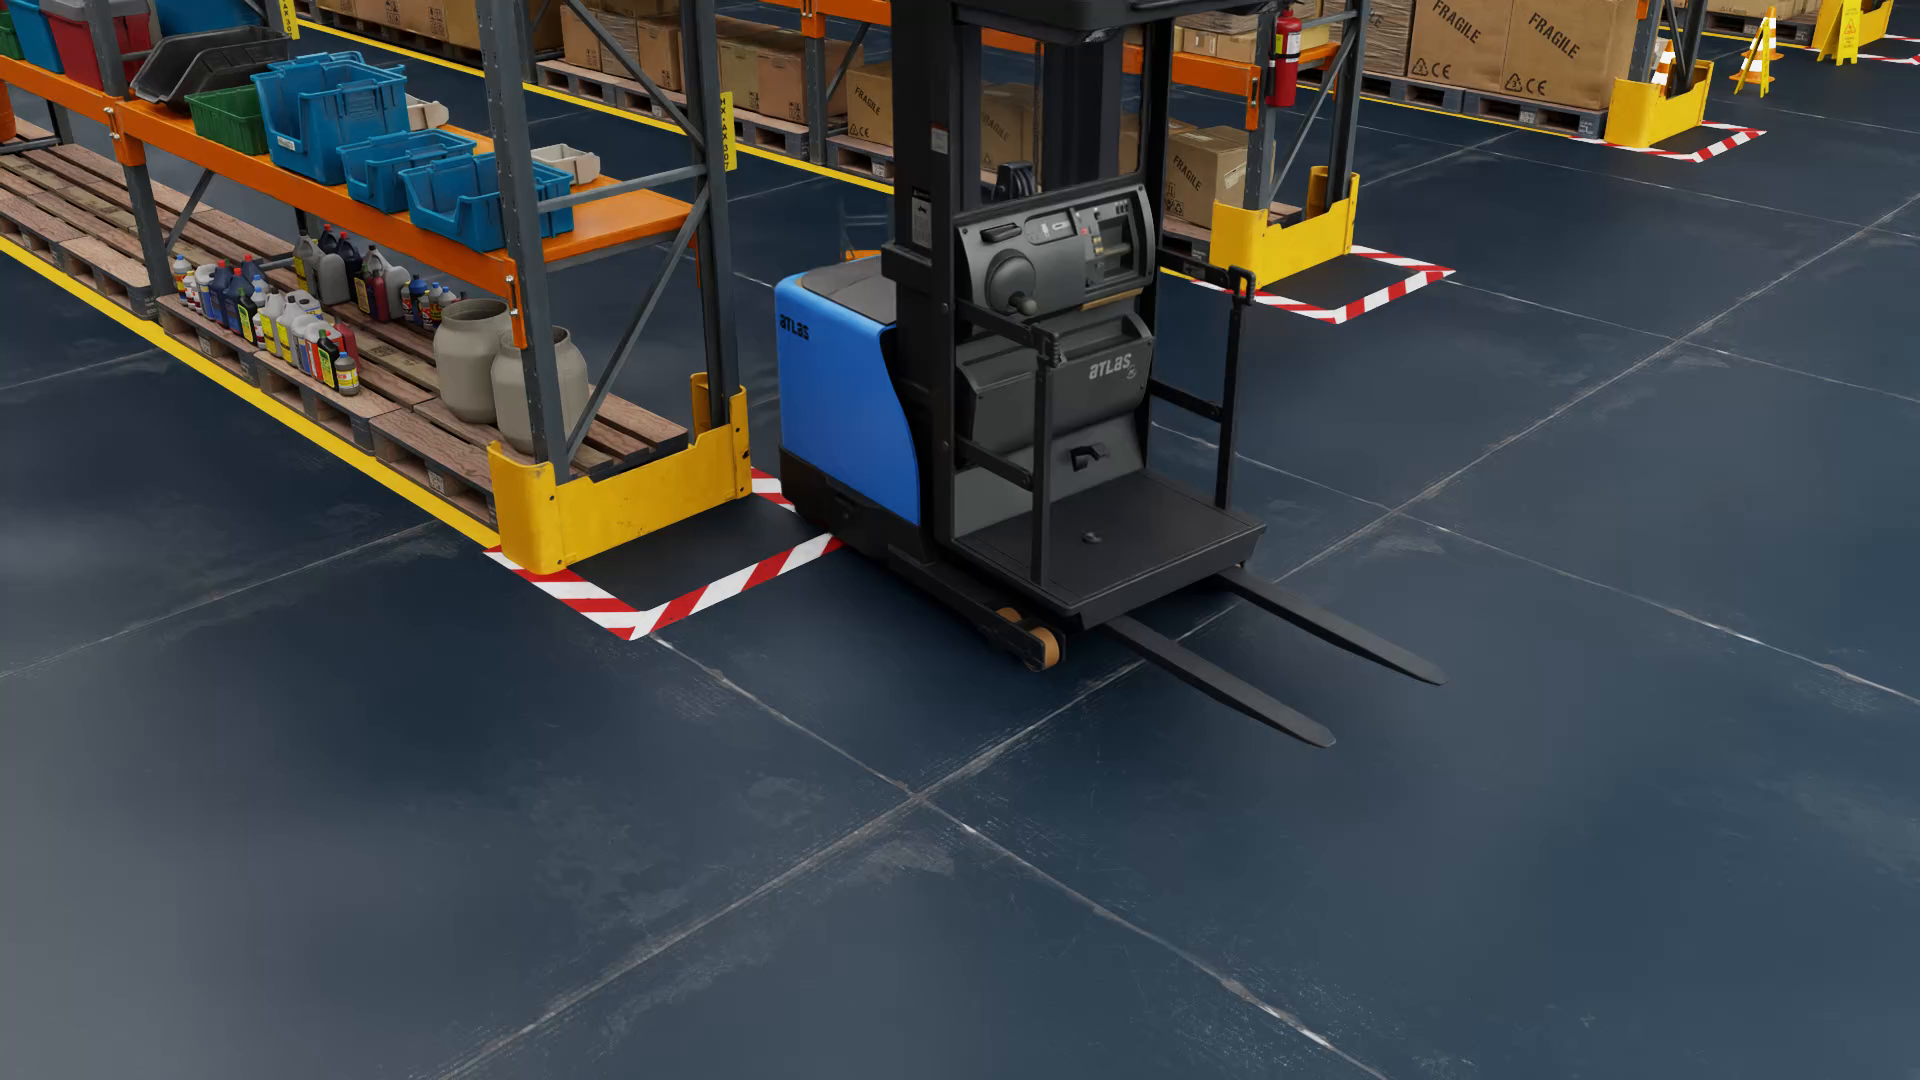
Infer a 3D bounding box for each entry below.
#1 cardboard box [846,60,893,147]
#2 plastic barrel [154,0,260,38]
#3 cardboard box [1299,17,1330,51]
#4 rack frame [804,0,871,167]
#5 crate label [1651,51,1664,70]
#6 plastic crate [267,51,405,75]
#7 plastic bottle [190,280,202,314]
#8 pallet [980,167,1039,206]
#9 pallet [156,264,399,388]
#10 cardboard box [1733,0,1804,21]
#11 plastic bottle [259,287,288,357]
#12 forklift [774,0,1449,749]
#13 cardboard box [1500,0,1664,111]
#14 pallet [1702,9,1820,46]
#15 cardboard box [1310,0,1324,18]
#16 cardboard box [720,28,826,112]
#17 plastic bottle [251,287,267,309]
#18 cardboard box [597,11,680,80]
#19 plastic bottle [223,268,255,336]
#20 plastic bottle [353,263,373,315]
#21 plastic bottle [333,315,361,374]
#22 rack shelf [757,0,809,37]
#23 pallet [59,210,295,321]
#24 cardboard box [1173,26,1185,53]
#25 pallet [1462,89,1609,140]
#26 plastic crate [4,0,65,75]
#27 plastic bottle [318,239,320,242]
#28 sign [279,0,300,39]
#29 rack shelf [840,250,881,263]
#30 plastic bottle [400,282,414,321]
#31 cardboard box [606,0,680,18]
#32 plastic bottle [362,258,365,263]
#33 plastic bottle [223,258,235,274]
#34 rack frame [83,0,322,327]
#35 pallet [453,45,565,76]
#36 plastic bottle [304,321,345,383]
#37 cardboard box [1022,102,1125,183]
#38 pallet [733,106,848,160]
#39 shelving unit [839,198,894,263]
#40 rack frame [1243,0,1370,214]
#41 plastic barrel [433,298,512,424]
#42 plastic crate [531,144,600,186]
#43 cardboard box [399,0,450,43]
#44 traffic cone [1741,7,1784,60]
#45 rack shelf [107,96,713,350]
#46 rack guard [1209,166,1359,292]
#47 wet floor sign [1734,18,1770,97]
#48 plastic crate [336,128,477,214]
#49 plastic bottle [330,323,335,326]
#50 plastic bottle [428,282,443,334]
[{"bbox_3d":[-0.500,-3.293,12.524,0.500,0.500,0.500,23,36,37],"label":"cardboard box"},{"bbox_3d":[-4.292,-3.162,9.501,0.708,0.901,0.600,25,36,38],"label":"plastic barrel"},{"bbox_3d":[2.060,-3.113,10.217,0.250,0.149,0.380,25,36,38],"label":"cardboard box"},{"bbox_3d":[-0.757,-4.357,12.313,0.127,3.000,1.000,25,36,38],"label":"rack frame"},{"bbox_3d":[6.693,-4.542,15.742,0.298,0.136,0.250,7,29,13],"label":"crate label"},{"bbox_3d":[-3.250,-2.377,8.706,0.616,0.251,0.499,25,36,38],"label":"plastic crate"},{"bbox_3d":[-4.164,-1.354,9.135,0.097,0.201,0.097,0,28,0],"label":"plastic bottle"},{"bbox_3d":[0.621,-2.517,11.811,1.213,0.211,1.003,25,36,38],"label":"pallet"},{"bbox_3d":[-3.780,-1.246,9.393,1.213,0.211,1.003,25,36,38],"label":"pallet"},{"bbox_3d":[8.261,-5.492,16.975,0.500,0.250,0.500,24,36,38],"label":"cardboard box"},{"bbox_3d":[-3.507,-1.134,8.558,0.185,0.351,0.144,24,36,38],"label":"plastic bottle"},{"bbox_3d":[0.511,-1.062,6.120,1.130,2.935,3.031,-21,34,-34],"label":"forklift"},{"bbox_3d":[5.115,-4.110,13.675,0.875,0.875,0.875,25,37,39],"label":"cardboard box"},{"bbox_3d":[8.435,-5.408,17.308,1.213,0.211,1.003,25,36,38],"label":"pallet"},{"bbox_3d":[3.192,-4.987,15.343,0.875,0.875,0.875,-25,36,-38],"label":"cardboard box"},{"bbox_3d":[-1.506,-3.815,13.495,0.500,0.500,0.700,24,36,38],"label":"cardboard box"},{"bbox_3d":[-3.679,-1.202,8.772,0.097,0.271,0.097,0,28,0],"label":"plastic bottle"},{"bbox_3d":[-2.713,-4.362,14.535,0.500,0.500,0.700,21,34,34],"label":"cardboard box"},{"bbox_3d":[-3.810,-1.273,8.821,0.185,0.351,0.144,23,35,36],"label":"plastic bottle"},{"bbox_3d":[-3.254,-1.381,9.099,0.133,0.283,0.061,25,36,38],"label":"plastic bottle"},{"bbox_3d":[-3.080,-0.981,8.339,0.133,0.283,0.061,25,36,38],"label":"plastic bottle"},{"bbox_3d":[-2.183,-4.691,13.722,4.000,0.370,1.077,25,36,38],"label":"rack shelf"},{"bbox_3d":[-4.816,-1.723,10.299,1.213,0.211,1.003,25,36,38],"label":"pallet"},{"bbox_3d":[1.355,-3.111,10.214,0.250,0.149,0.380,25,36,38],"label":"cardboard box"},{"bbox_3d":[5.020,-3.666,13.995,1.213,0.211,1.003,25,36,38],"label":"pallet"},{"bbox_3d":[-5.234,-2.963,9.679,0.575,0.384,0.392,25,36,38],"label":"plastic crate"},{"bbox_3d":[-3.655,-1.658,9.627,0.061,0.283,0.133,-23,36,-37],"label":"plastic bottle"},{"bbox_3d":[-3.836,-3.015,9.463,0.005,0.325,0.100,25,36,38],"label":"sign"},{"bbox_3d":[-0.428,-1.282,7.709,0.258,0.103,0.180,-2,21,-4],"label":"rack shelf"},{"bbox_3d":[-2.984,-1.303,9.040,0.097,0.201,0.097,0,28,0],"label":"plastic bottle"},{"bbox_3d":[-2.725,-4.704,14.381,0.500,0.250,0.500,-21,34,-34],"label":"cardboard box"},{"bbox_3d":[-3.286,-1.489,9.305,0.061,0.283,0.133,-22,35,-36],"label":"plastic bottle"},{"bbox_3d":[-3.985,-1.395,9.127,0.133,0.283,0.061,25,36,38],"label":"plastic bottle"},{"bbox_3d":[-4.229,-2.713,9.187,0.127,3.000,1.000,25,36,38],"label":"rack frame"},{"bbox_3d":[-4.118,-4.710,15.981,1.213,0.211,1.003,25,36,38],"label":"pallet"},{"bbox_3d":[-3.154,-0.942,8.273,0.135,0.276,0.152,25,37,39],"label":"plastic bottle"},{"bbox_3d":[0.779,-2.735,11.463,0.500,0.500,0.500,-21,34,-35],"label":"cardboard box"},{"bbox_3d":[-1.313,-3.376,13.444,1.213,0.211,1.003,25,36,38],"label":"pallet"},{"bbox_3d":[-0.423,-0.988,7.821,0.258,1.200,0.189,-2,21,-4],"label":"shelving unit"},{"bbox_3d":[2.096,-3.052,9.831,0.127,3.000,1.000,25,36,38],"label":"rack frame"},{"bbox_3d":[-2.257,-0.846,7.858,0.421,0.512,0.421,0,28,0],"label":"plastic barrel"},{"bbox_3d":[-1.789,-1.690,7.525,0.250,0.136,0.298,25,36,38],"label":"plastic crate"},{"bbox_3d":[-4.717,-5.433,16.191,0.875,0.875,1.225,25,36,39],"label":"cardboard box"},{"bbox_3d":[7.832,-4.930,16.129,0.334,0.463,0.336,25,36,38],"label":"traffic cone"},{"bbox_3d":[-2.803,-1.742,8.114,4.000,0.370,1.077,25,36,38],"label":"rack shelf"},{"bbox_3d":[2.041,-1.970,10.460,0.348,0.500,1.175,25,36,38],"label":"rack guard"},{"bbox_3d":[7.054,-4.271,14.678,0.232,0.644,0.267,18,33,30],"label":"wet floor sign"},{"bbox_3d":[-2.403,-1.620,7.268,0.408,0.251,0.499,25,36,38],"label":"plastic crate"},{"bbox_3d":[-3.179,-1.002,8.467,0.097,0.201,0.097,0,28,0],"label":"plastic bottle"},{"bbox_3d":[-2.767,-1.235,8.834,0.097,0.271,0.097,0,28,0],"label":"plastic bottle"}]
